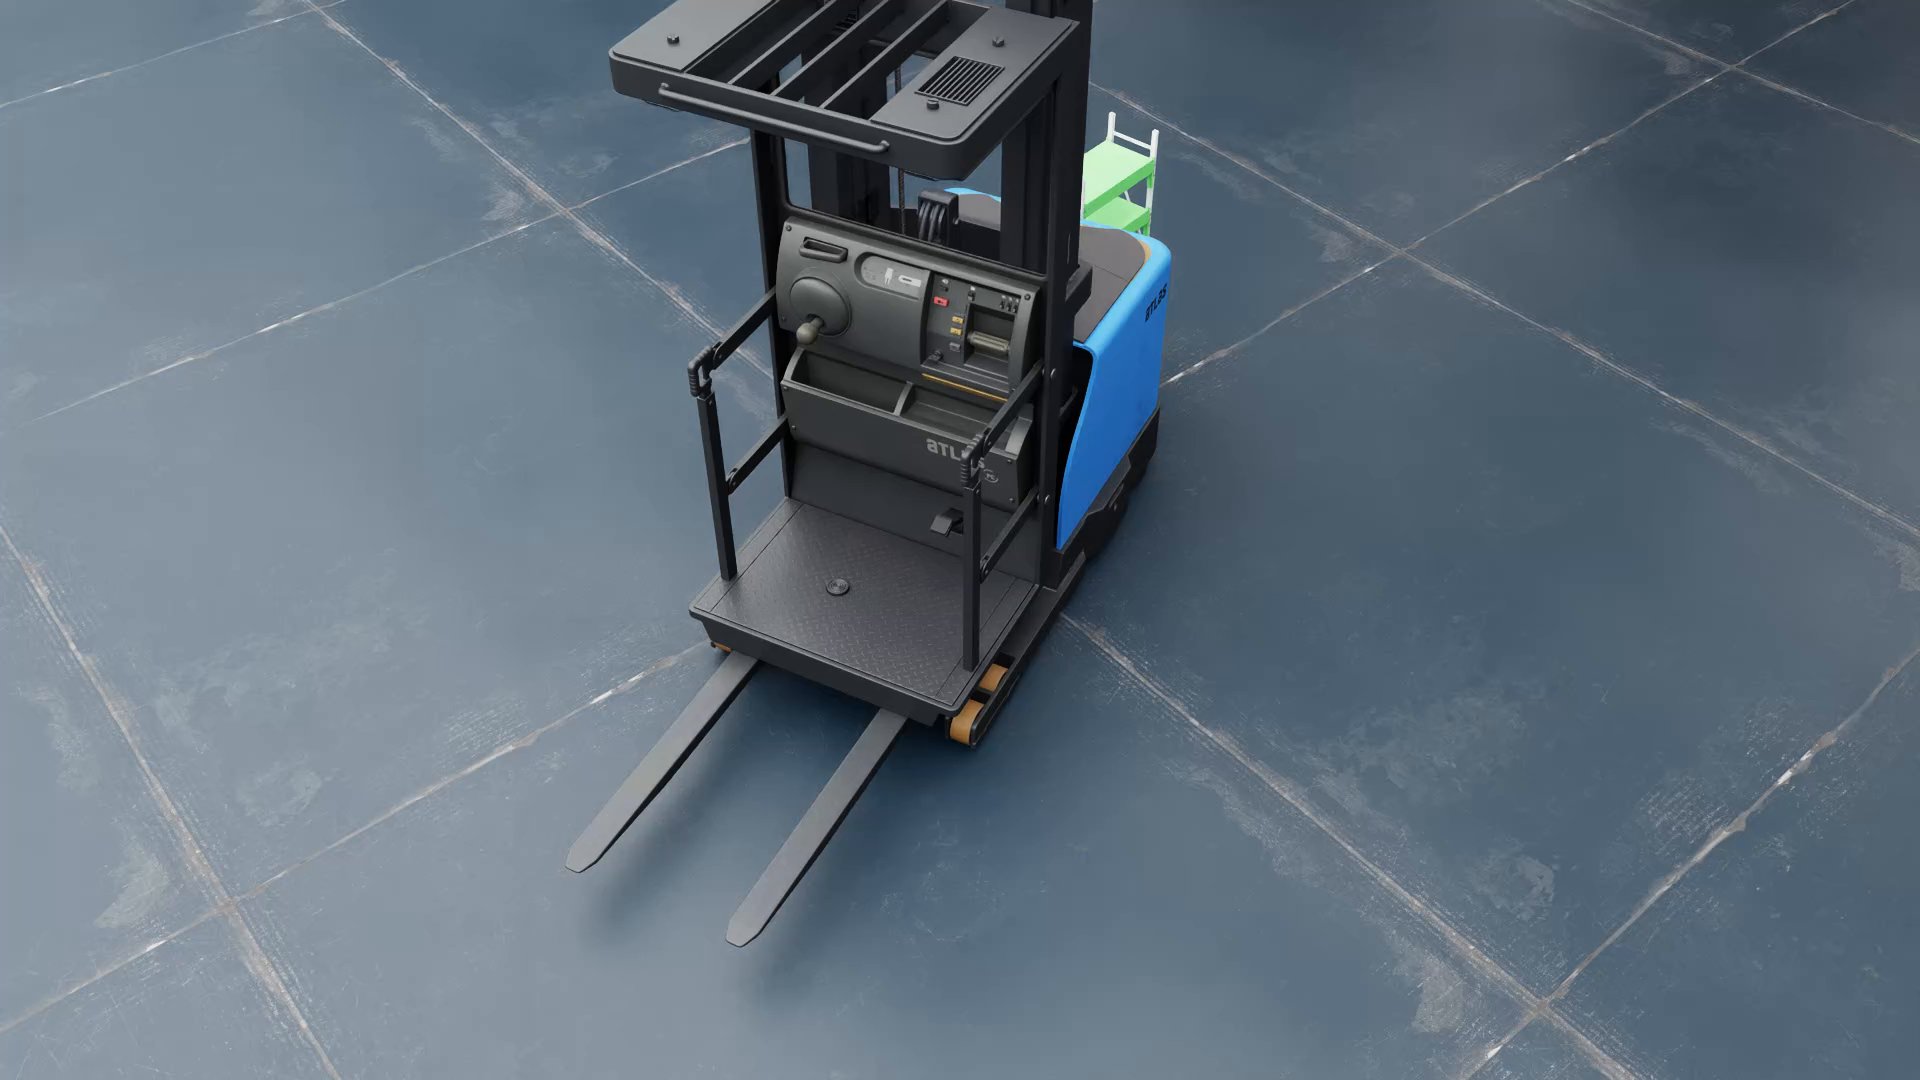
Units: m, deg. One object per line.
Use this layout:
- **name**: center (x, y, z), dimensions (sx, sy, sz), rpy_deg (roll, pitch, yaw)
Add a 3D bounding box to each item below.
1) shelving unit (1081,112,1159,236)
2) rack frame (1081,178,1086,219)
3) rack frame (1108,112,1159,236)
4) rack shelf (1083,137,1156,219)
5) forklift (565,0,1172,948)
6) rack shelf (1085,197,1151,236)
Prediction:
- **shelving unit**: center (0.555, -1.150, 7.098), dimensions (0.258, 1.200, 0.503), rpy_deg (30, 51, 28)
- **rack frame**: center (0.396, -1.023, 6.962), dimensions (0.240, 1.200, 0.015), rpy_deg (30, 51, 28)
- **rack frame**: center (0.713, -1.277, 7.233), dimensions (0.240, 1.200, 0.015), rpy_deg (30, 51, 28)
- **rack shelf**: center (0.555, -1.453, 6.813), dimensions (0.258, 0.148, 0.480), rpy_deg (30, 51, 28)
- **forklift**: center (-0.284, -0.685, 5.338), dimensions (1.130, 2.935, 3.031), rpy_deg (19, 46, 19)
- **rack shelf**: center (0.555, -1.278, 6.977), dimensions (0.258, 0.148, 0.480), rpy_deg (30, 51, 28)
